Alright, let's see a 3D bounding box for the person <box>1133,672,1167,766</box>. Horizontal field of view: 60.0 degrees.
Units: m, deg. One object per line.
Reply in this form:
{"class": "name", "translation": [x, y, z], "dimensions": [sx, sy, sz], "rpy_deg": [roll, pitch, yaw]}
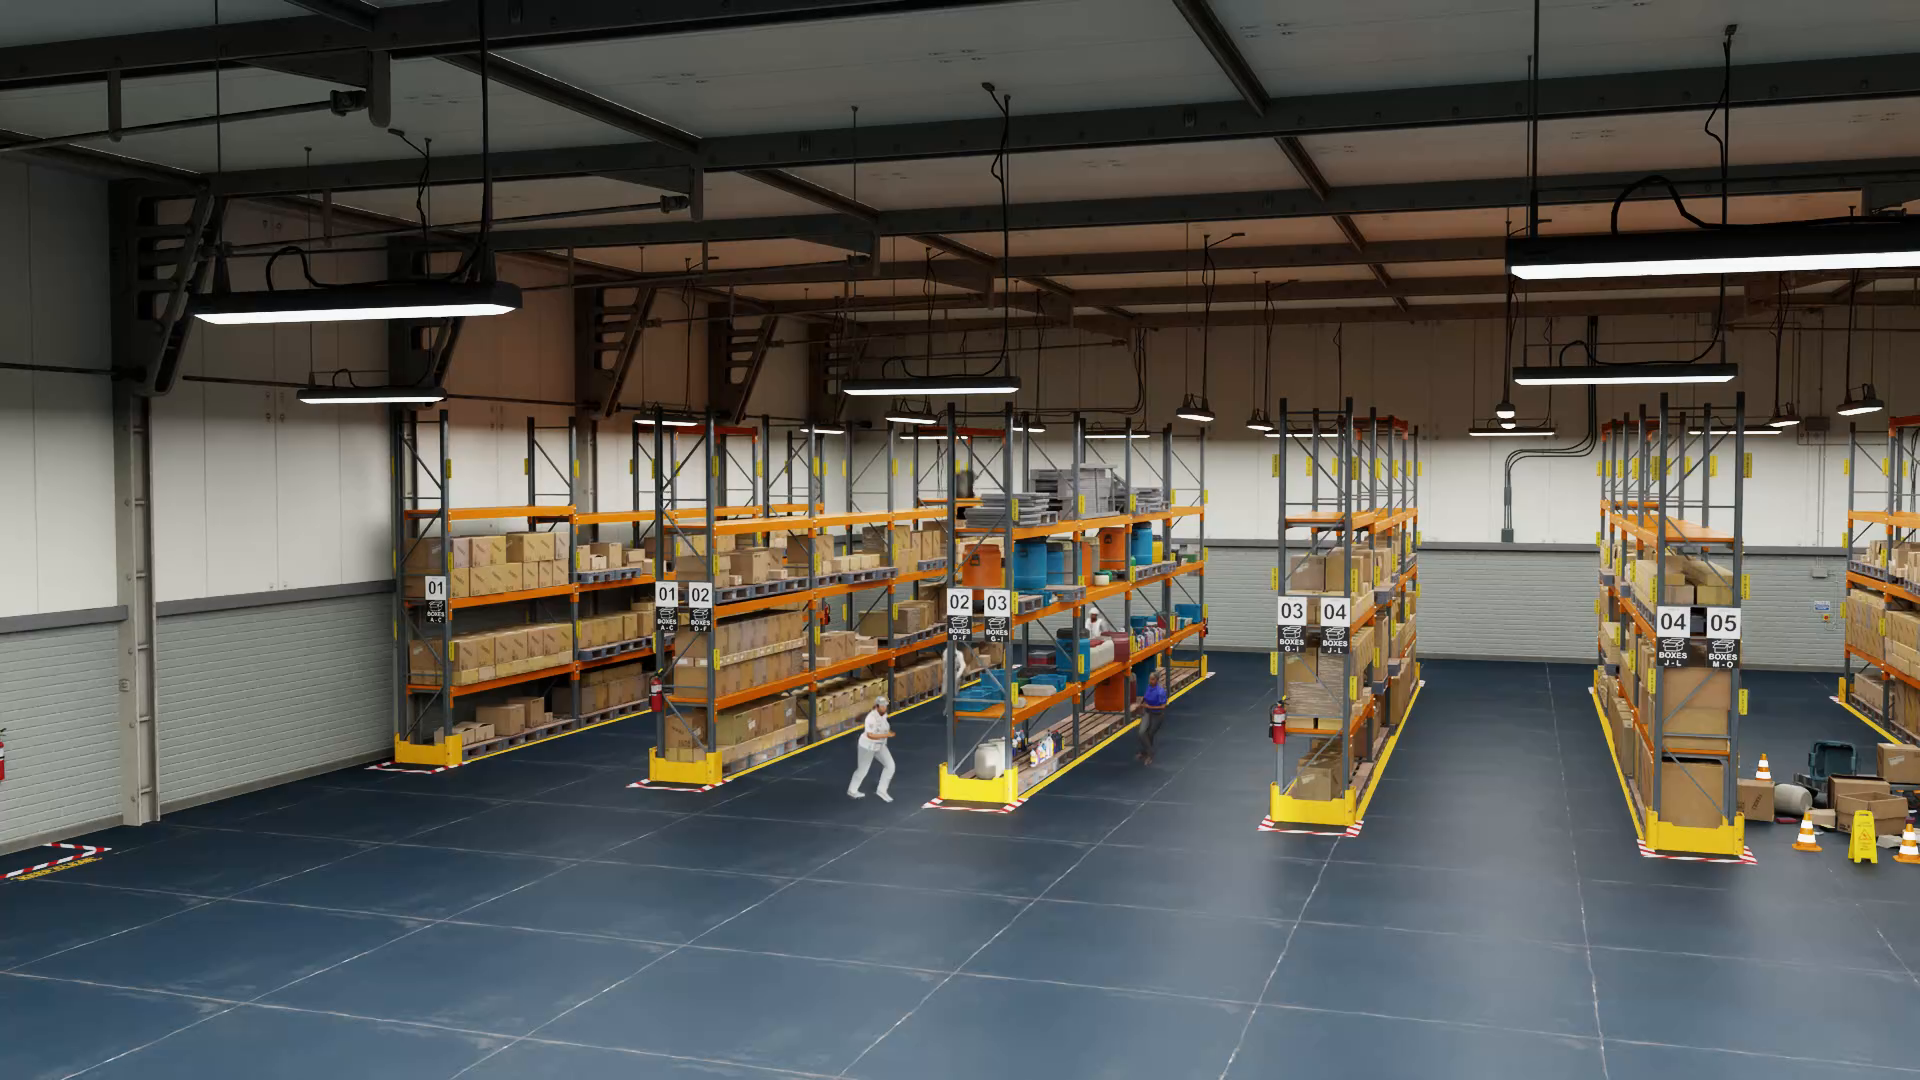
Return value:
{"class": "person", "translation": [3.213, 2.994, 28.119], "dimensions": [0.725, 1.575, 0.670], "rpy_deg": [2, 3, 32]}

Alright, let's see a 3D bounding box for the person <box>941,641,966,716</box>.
{"class": "person", "translation": [-0.147, 2.751, 33.300], "dimensions": [0.594, 1.614, 0.747], "rpy_deg": [1, 3, 16]}

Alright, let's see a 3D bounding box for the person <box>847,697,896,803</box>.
{"class": "person", "translation": [-1.292, 3.139, 24.951], "dimensions": [0.934, 1.623, 0.602], "rpy_deg": [2, 3, 40]}

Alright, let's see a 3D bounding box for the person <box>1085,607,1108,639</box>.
{"class": "person", "translation": [3.095, 2.391, 38.530], "dimensions": [0.744, 1.678, 0.799], "rpy_deg": [2, 3, 38]}
